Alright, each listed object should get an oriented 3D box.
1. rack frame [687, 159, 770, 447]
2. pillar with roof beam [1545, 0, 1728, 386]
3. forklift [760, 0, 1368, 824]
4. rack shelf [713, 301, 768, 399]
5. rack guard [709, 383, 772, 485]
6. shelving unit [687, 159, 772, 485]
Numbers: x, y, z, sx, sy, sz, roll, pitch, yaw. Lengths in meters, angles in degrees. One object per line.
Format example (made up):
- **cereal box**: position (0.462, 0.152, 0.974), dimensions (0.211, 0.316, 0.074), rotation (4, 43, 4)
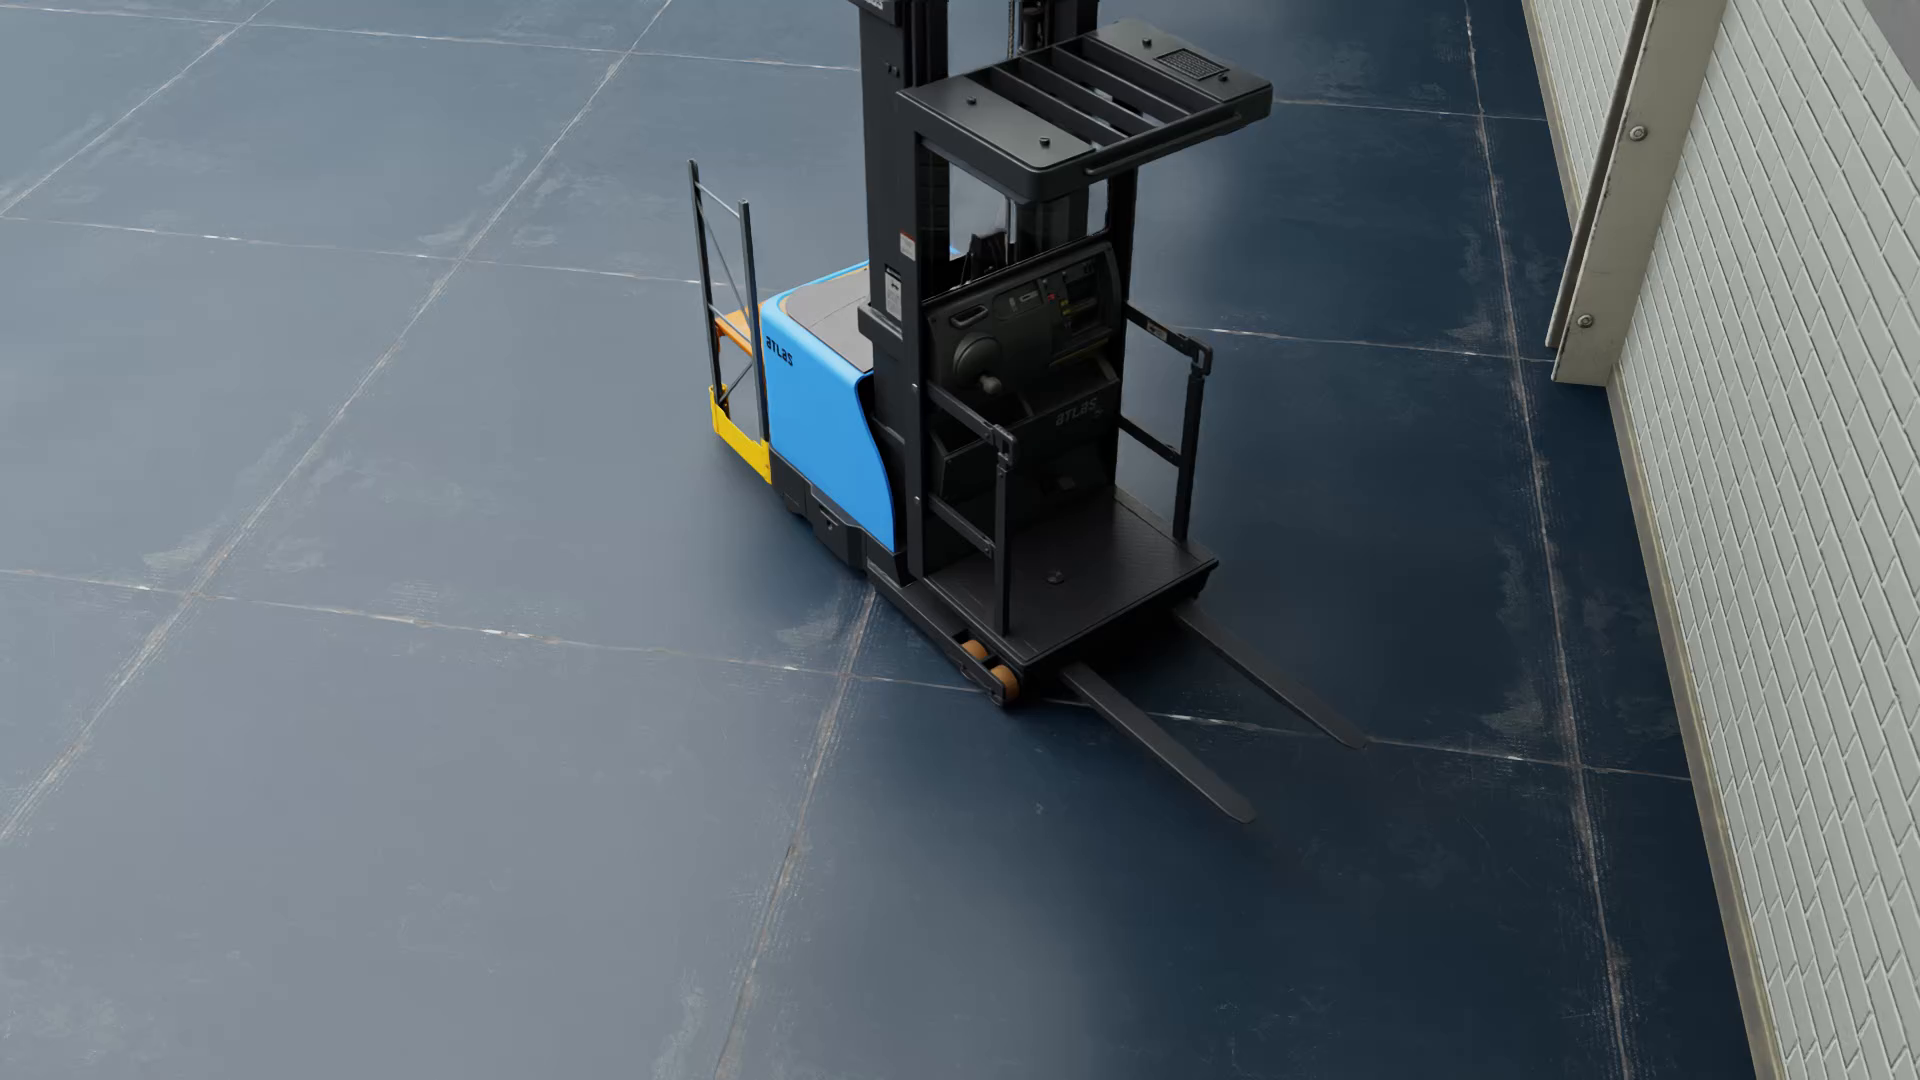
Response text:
- **rack frame**: position (-1.067, -1.000, 7.782), dimensions (0.032, 1.500, 0.500), rotation (-25, 45, -27)
- **pillar with roof beam**: position (-0.933, -4.886, 6.598), dimensions (9.100, 9.000, 0.400), rotation (6, 40, 8)
- **forklift**: position (0.395, -0.803, 6.421), dimensions (1.130, 2.935, 3.031), rotation (-26, 46, -28)
- **rack shelf**: position (-0.654, -1.050, 8.125), dimensions (1.000, 0.185, 0.538), rotation (-25, 45, -27)
- **rack guard**: position (-1.051, -0.525, 8.189), dimensions (0.087, 0.250, 0.587), rotation (-25, 45, -27)
- **shelving unit**: position (-0.647, -1.192, 8.015), dimensions (1.083, 1.500, 0.587), rotation (-25, 45, -27)
